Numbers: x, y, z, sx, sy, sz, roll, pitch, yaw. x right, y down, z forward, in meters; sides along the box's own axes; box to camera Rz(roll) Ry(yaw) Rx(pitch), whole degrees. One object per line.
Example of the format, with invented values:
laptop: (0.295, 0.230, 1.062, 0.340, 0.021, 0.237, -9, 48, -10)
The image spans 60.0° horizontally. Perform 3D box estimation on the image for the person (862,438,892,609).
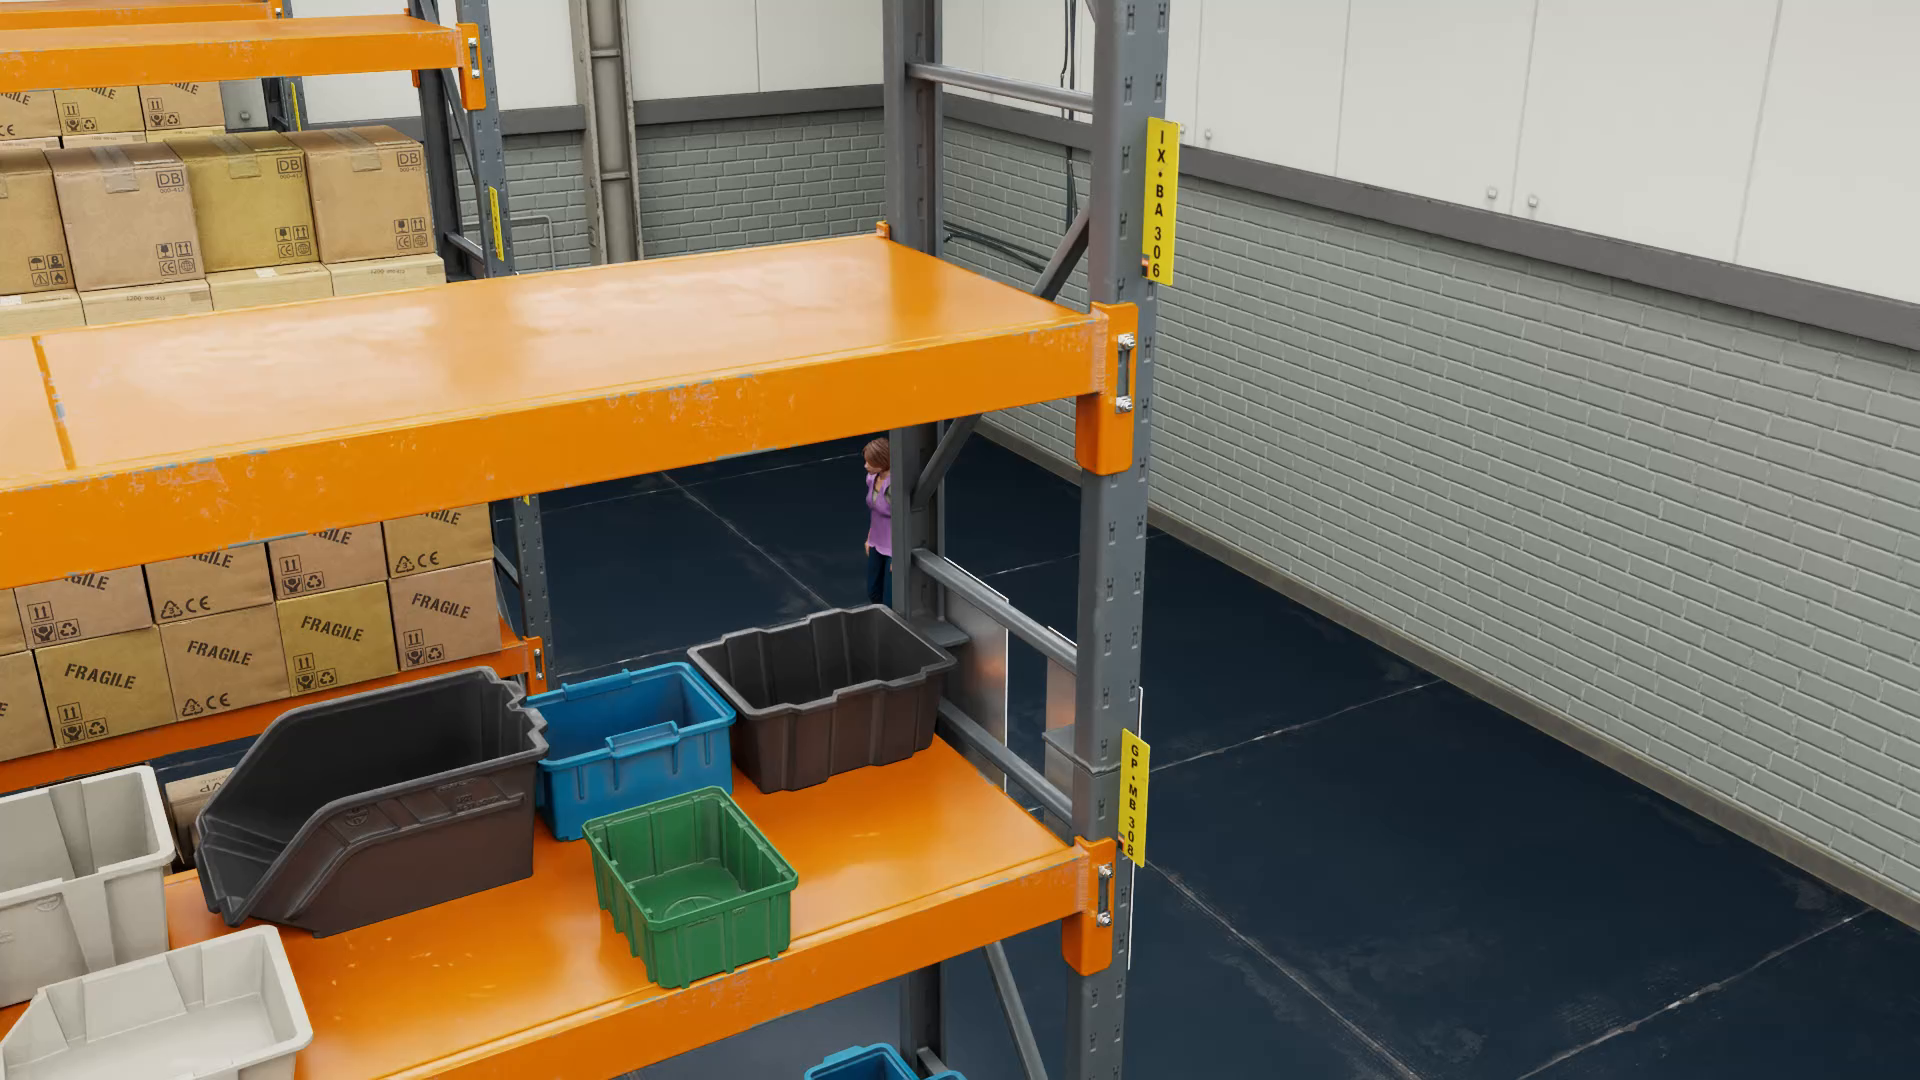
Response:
person: (-0.471, 0.077, 10.916, 0.345, 1.591, 0.459, -13, 25, -29)
